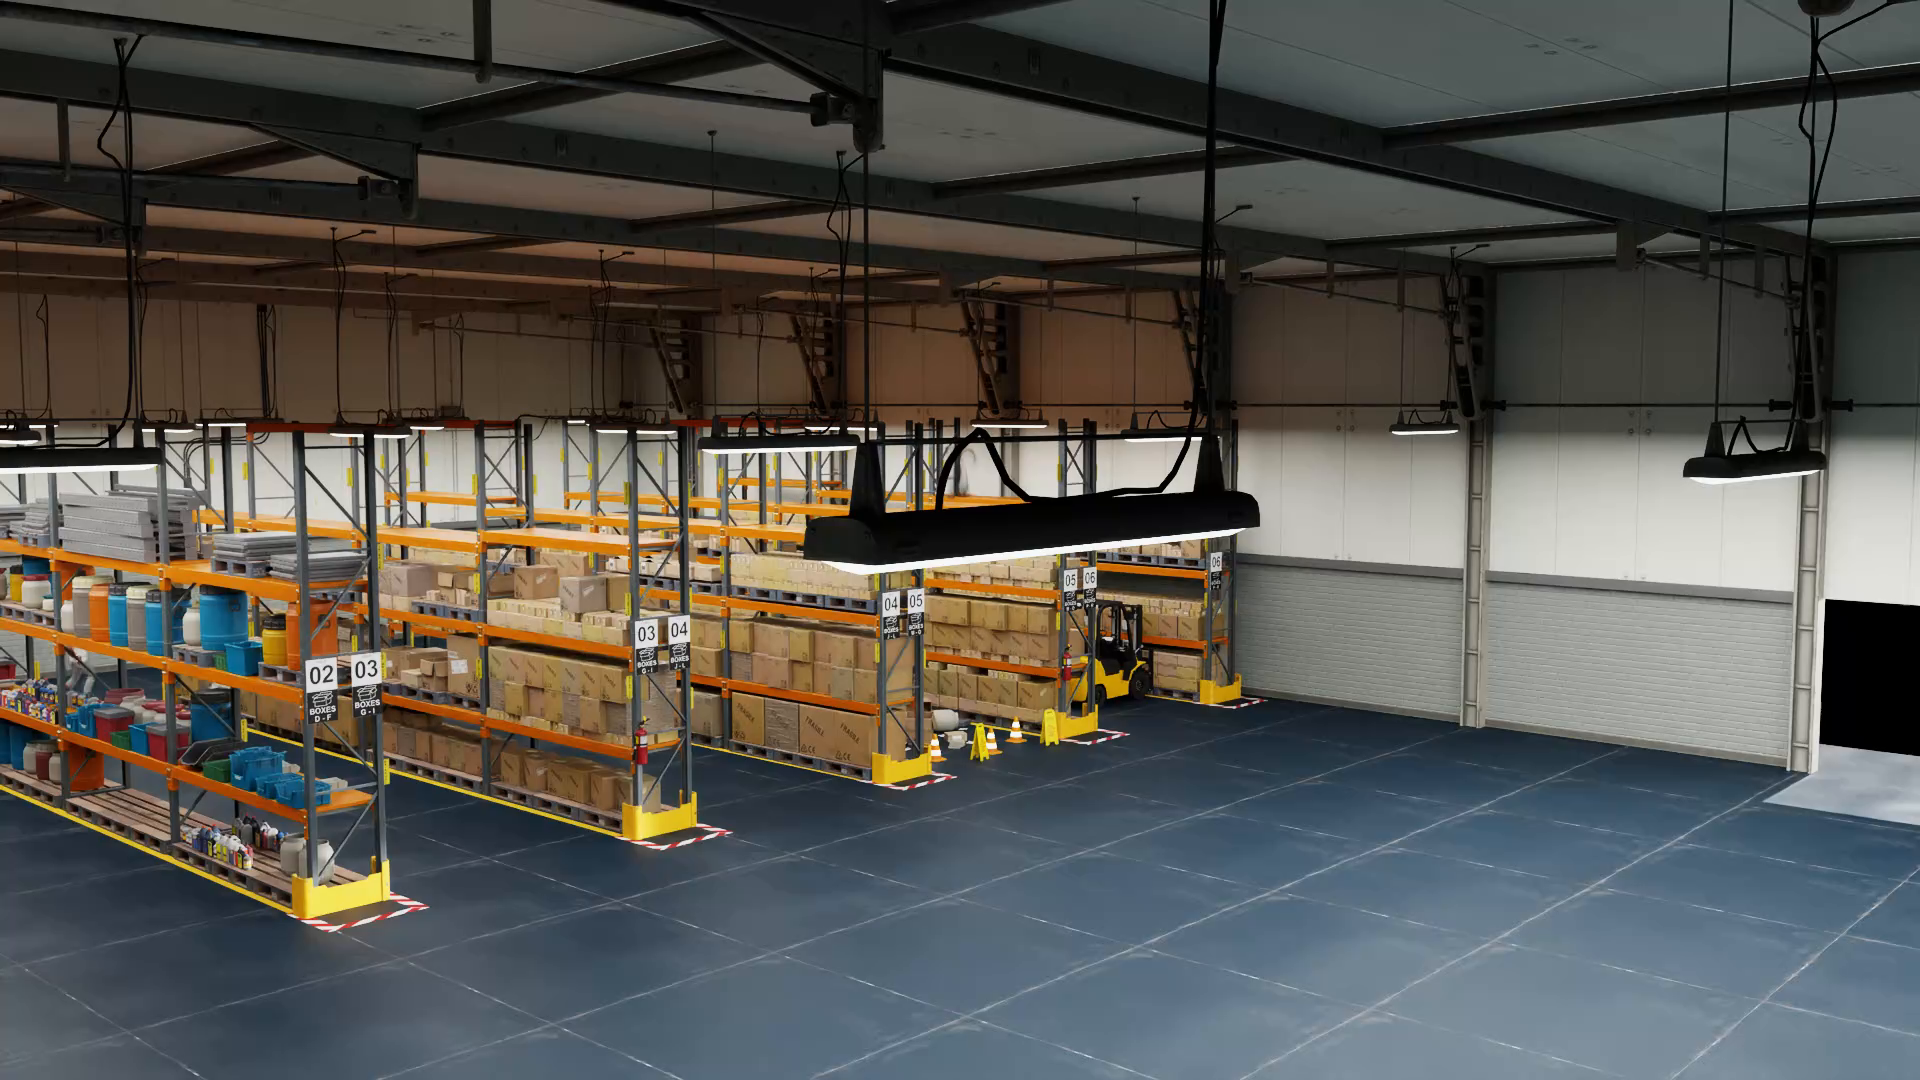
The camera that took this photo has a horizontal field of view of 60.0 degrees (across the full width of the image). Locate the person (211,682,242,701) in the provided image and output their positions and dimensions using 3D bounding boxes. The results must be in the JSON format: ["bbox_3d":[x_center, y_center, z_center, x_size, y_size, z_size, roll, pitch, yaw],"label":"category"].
[{"bbox_3d":[-13.556,3.007,30.782,0.761,1.698,0.627,4,6,38],"label":"person"}]

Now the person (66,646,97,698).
[{"bbox_3d":[-18.592,2.588,35.108,0.669,1.823,0.751,5,7,44],"label":"person"}]
